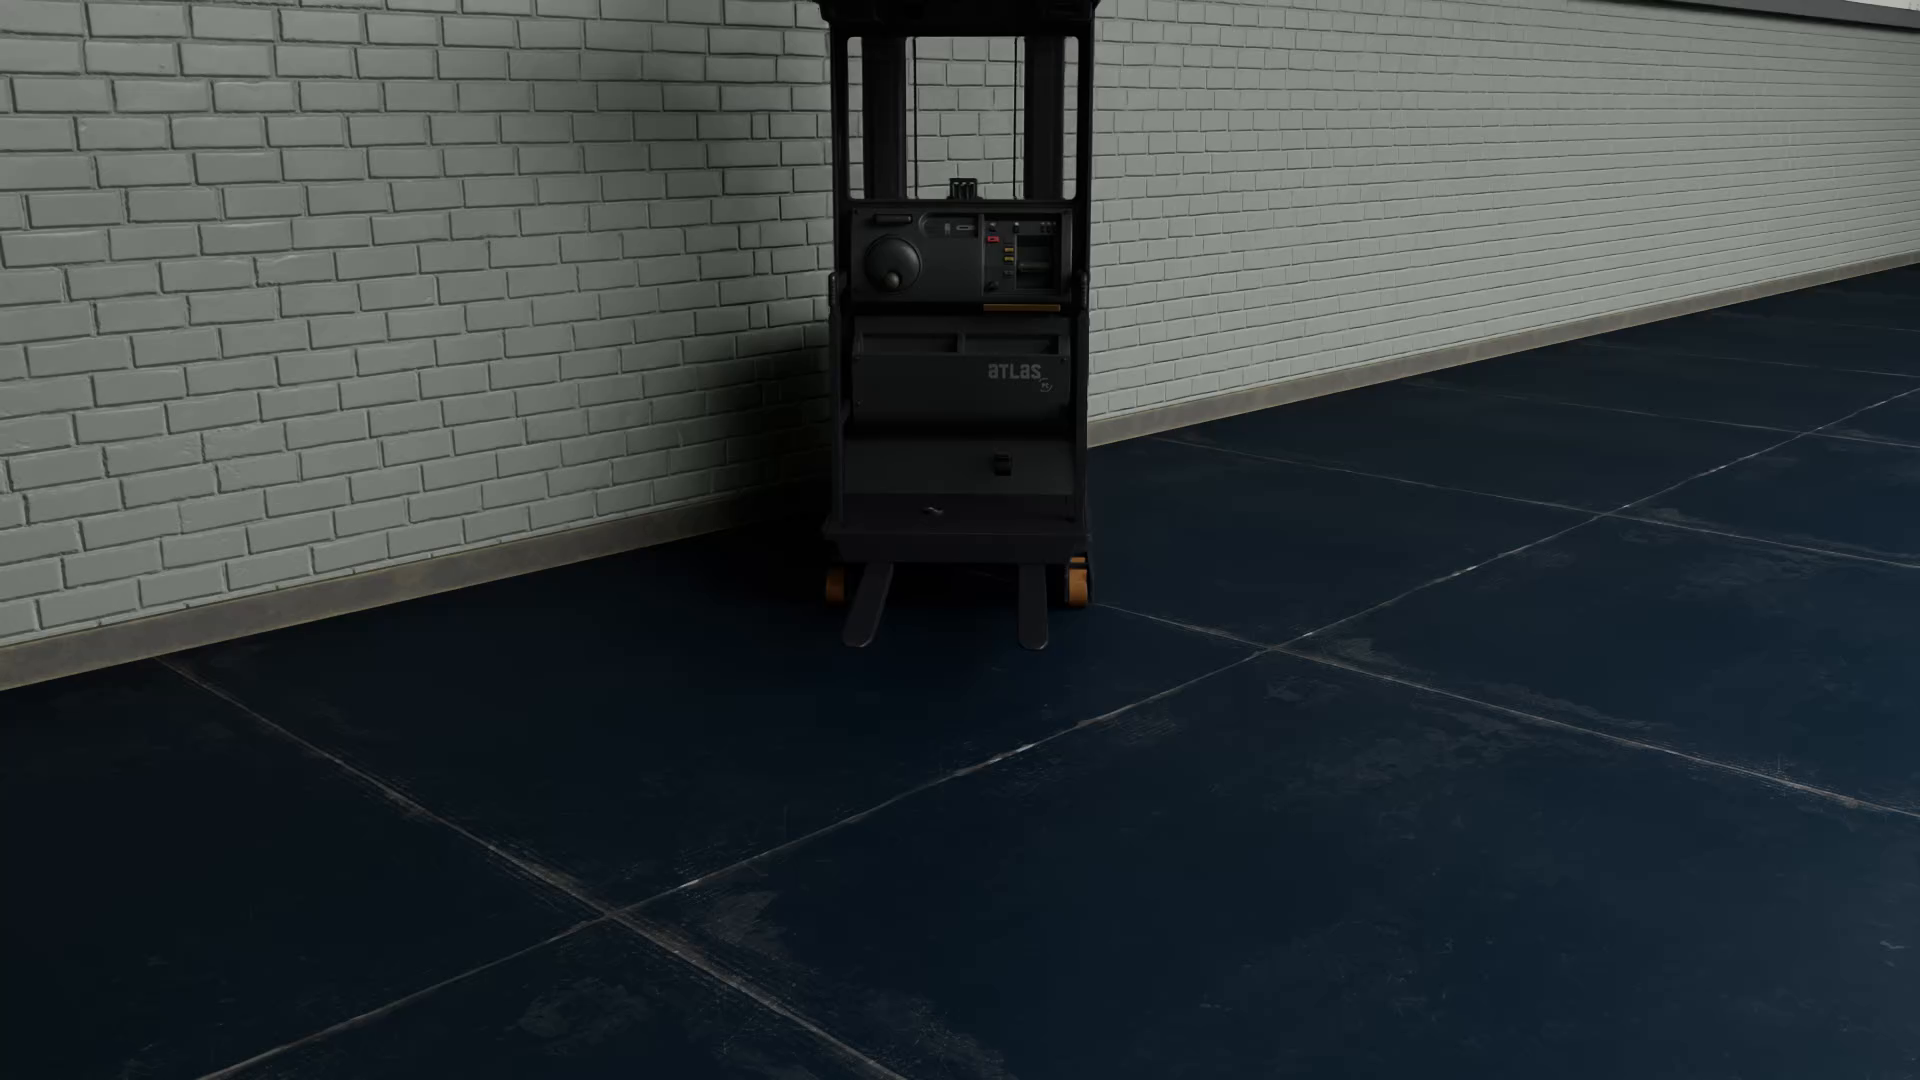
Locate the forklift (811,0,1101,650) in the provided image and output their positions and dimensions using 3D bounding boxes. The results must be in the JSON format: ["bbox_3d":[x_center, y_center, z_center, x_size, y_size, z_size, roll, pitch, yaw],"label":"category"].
[{"bbox_3d":[0.000,-1.219,6.798,1.130,2.935,3.031,1,15,2],"label":"forklift"}]
